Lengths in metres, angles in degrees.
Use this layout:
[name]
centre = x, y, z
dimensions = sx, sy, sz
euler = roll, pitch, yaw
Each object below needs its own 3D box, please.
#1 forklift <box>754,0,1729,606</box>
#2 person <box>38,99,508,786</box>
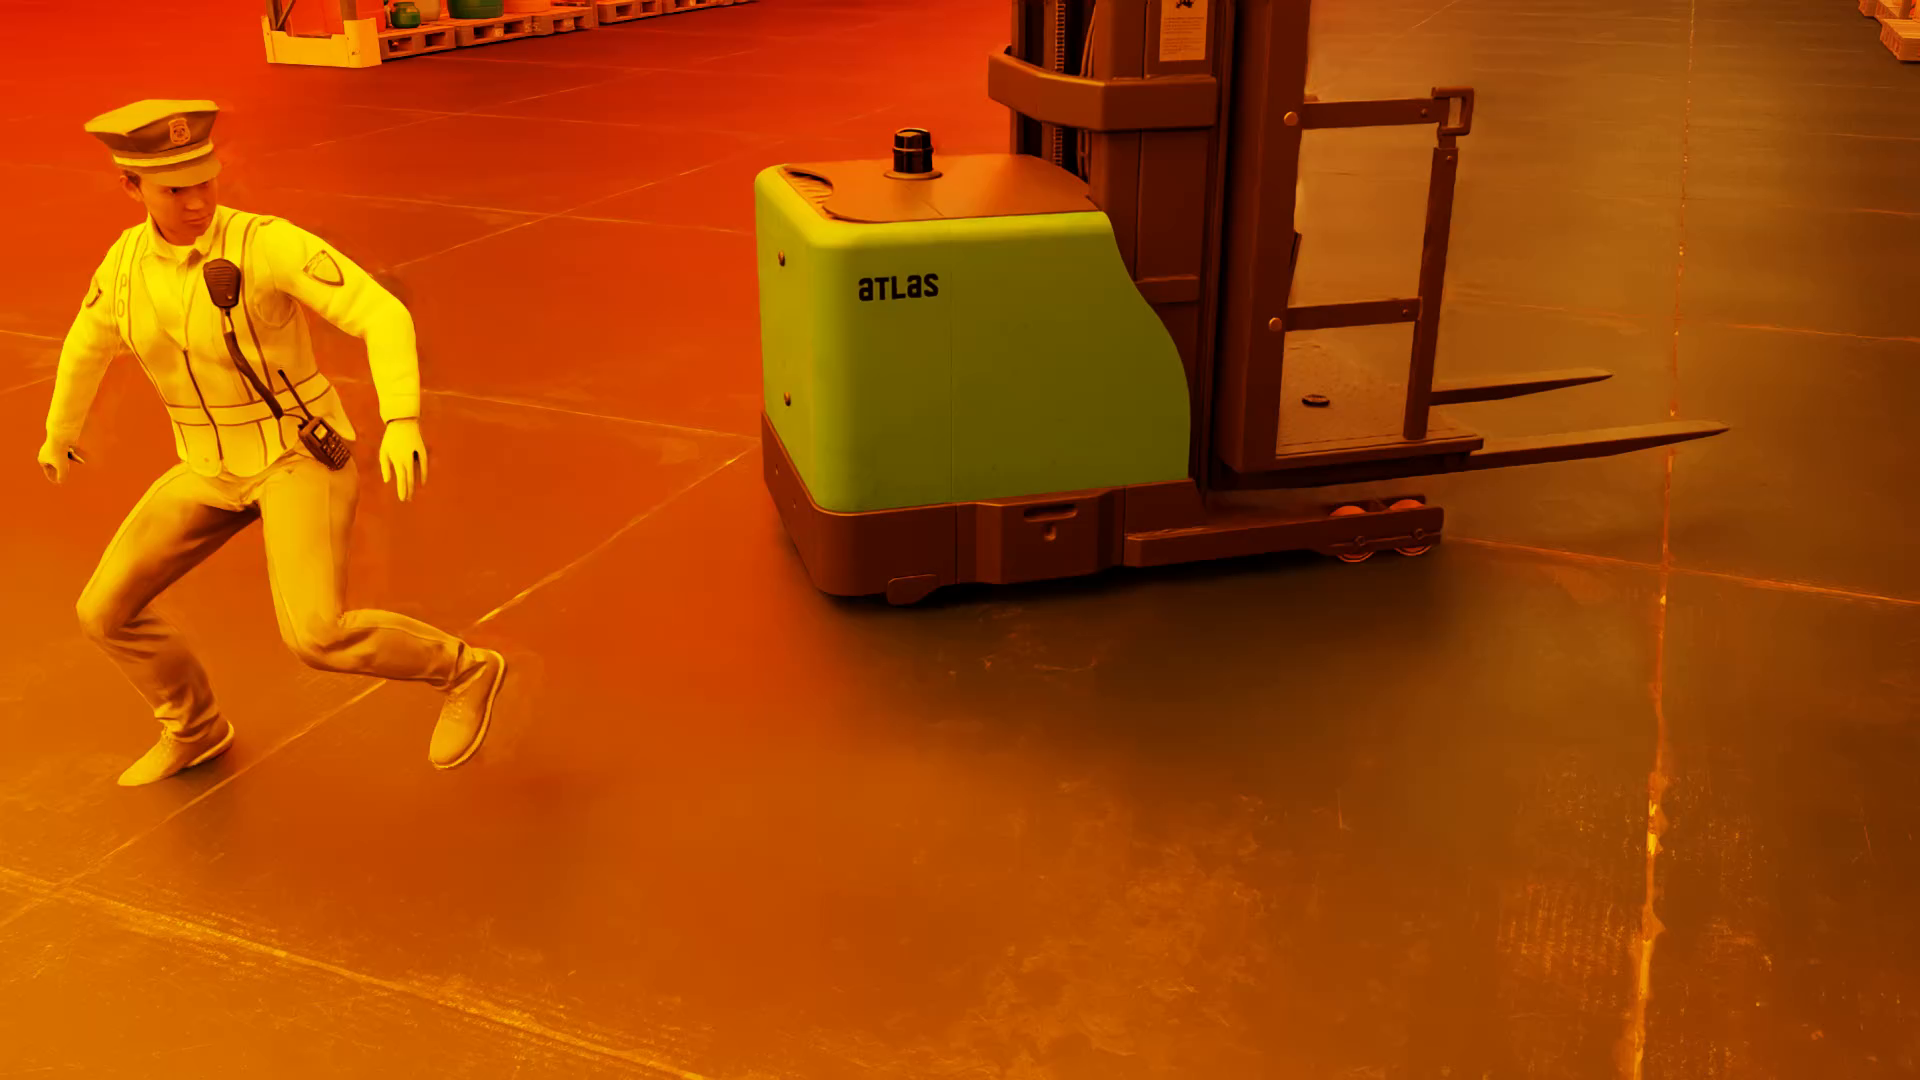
[forklift]
centre = 0.943, -1.474, 4.820
dimensions = 3.031, 2.935, 1.130
euler = -6, 23, -14
[person]
centre = -1.569, -0.150, 3.556
dimensions = 1.042, 1.555, 0.455
euler = 7, 24, 17
